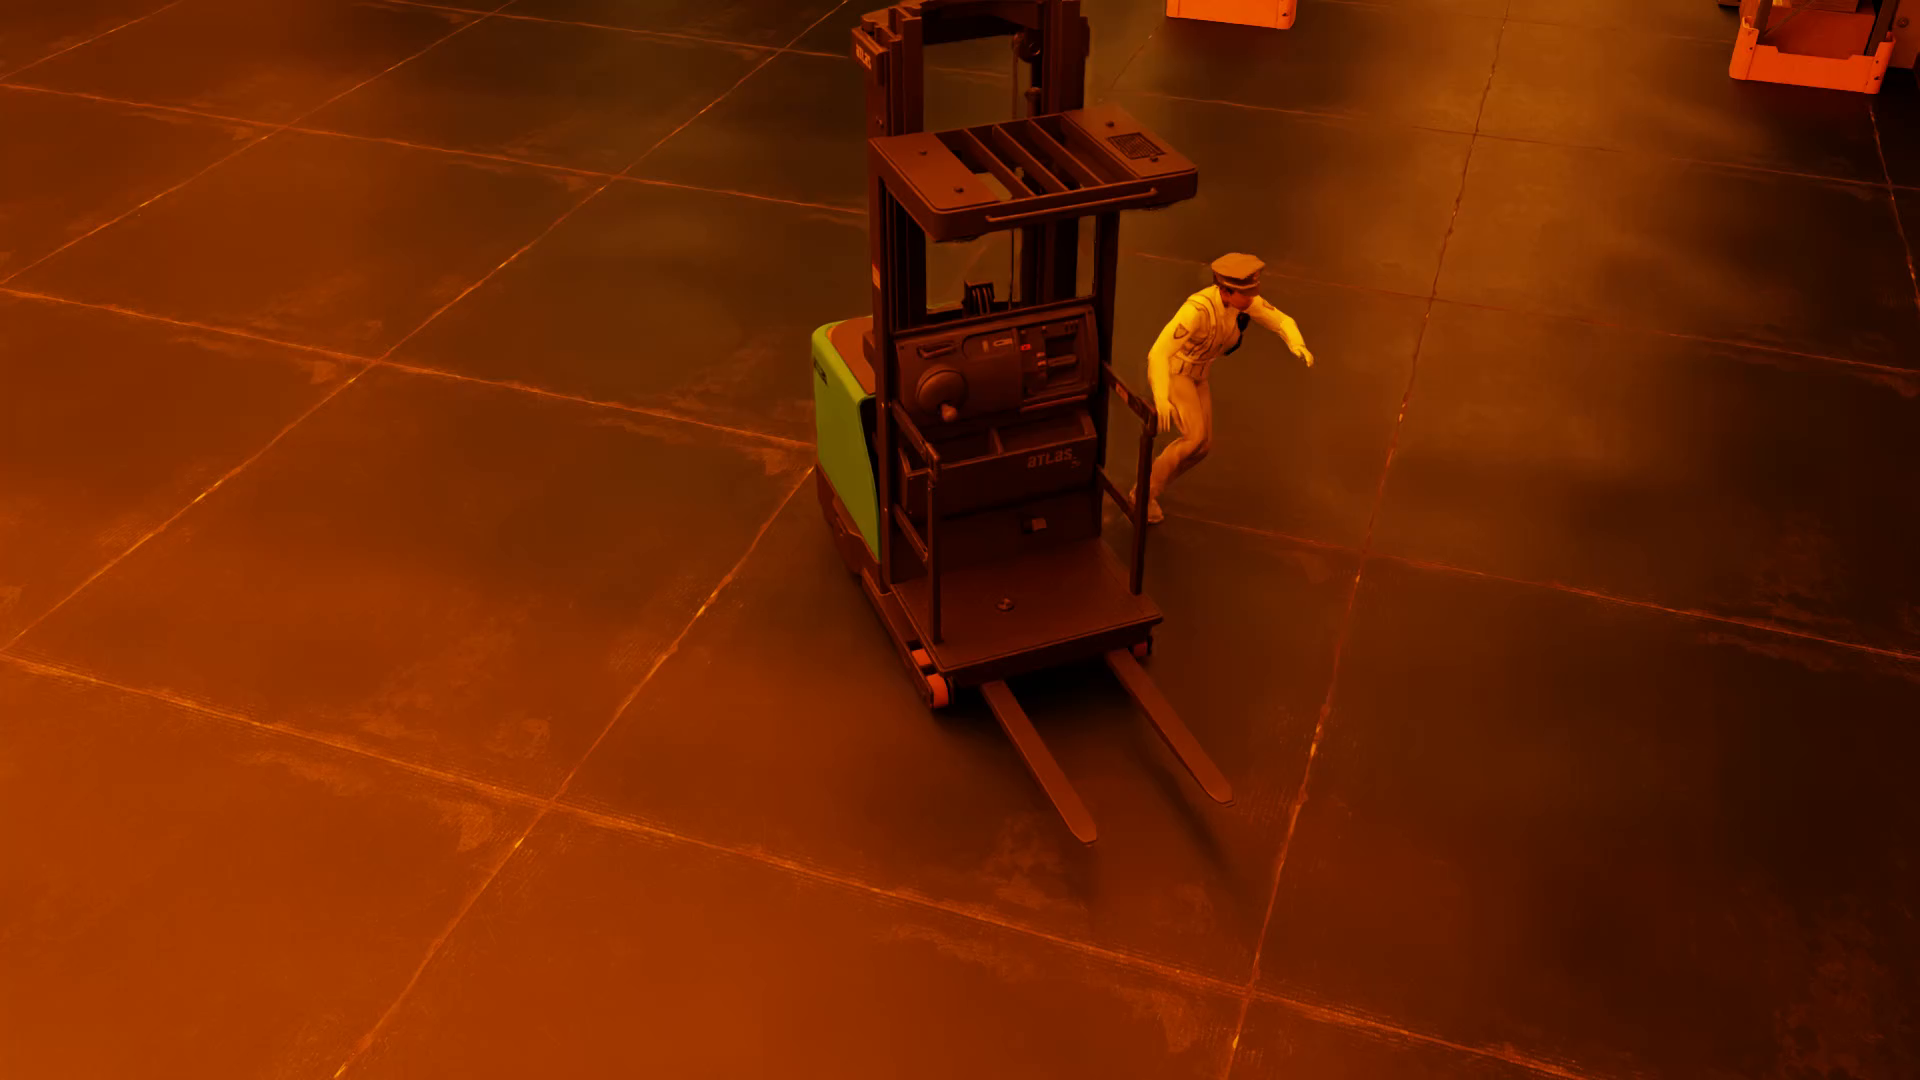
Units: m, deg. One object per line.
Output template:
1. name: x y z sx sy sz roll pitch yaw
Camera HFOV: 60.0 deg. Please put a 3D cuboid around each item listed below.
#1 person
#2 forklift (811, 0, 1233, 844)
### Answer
1. person: 1.263 -0.732 8.446 0.857 1.429 0.992 28 44 34
2. forklift: 0.251 -0.700 7.099 1.130 2.935 3.031 -13 37 -17
